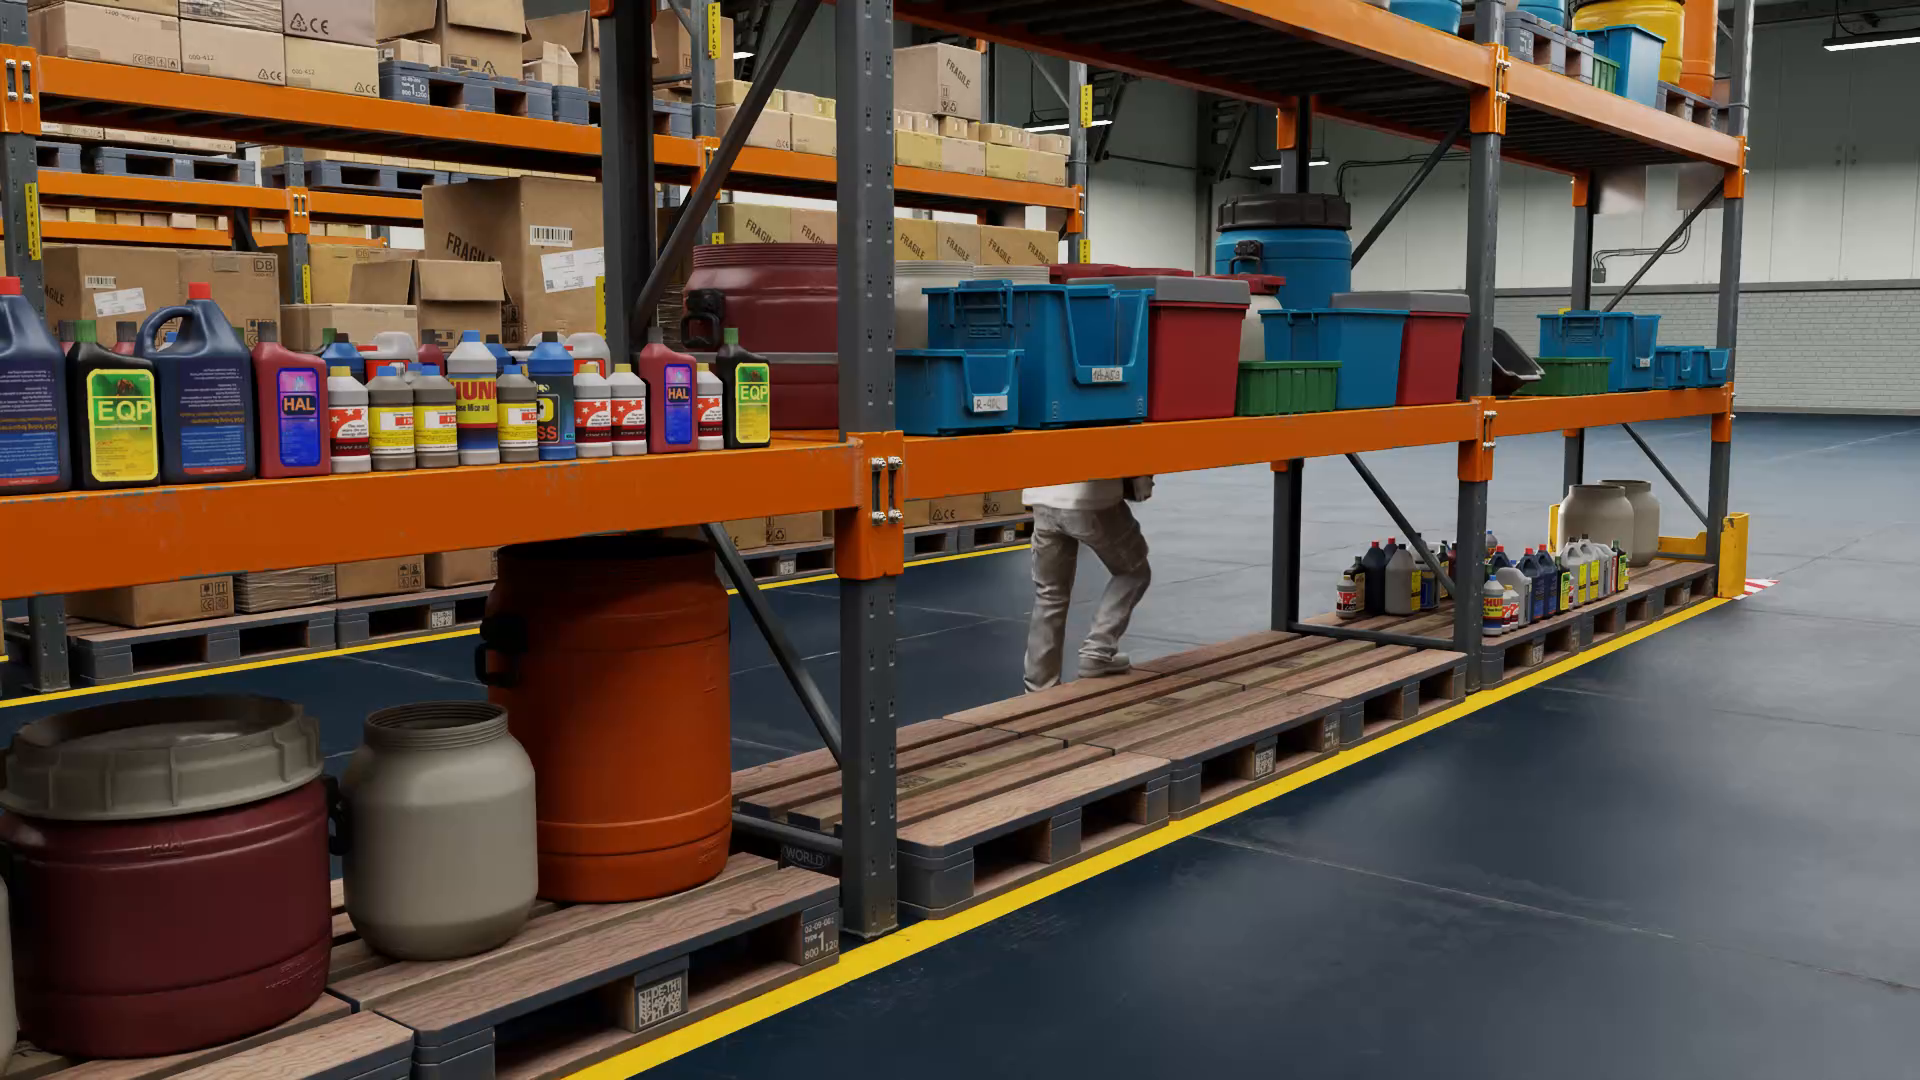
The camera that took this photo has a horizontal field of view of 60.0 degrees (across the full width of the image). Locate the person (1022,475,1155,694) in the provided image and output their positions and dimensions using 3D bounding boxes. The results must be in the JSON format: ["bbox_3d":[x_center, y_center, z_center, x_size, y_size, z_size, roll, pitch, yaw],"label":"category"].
[{"bbox_3d":[0.521,-0.143,6.903,0.487,1.778,0.584,5,8,39],"label":"person"}]
